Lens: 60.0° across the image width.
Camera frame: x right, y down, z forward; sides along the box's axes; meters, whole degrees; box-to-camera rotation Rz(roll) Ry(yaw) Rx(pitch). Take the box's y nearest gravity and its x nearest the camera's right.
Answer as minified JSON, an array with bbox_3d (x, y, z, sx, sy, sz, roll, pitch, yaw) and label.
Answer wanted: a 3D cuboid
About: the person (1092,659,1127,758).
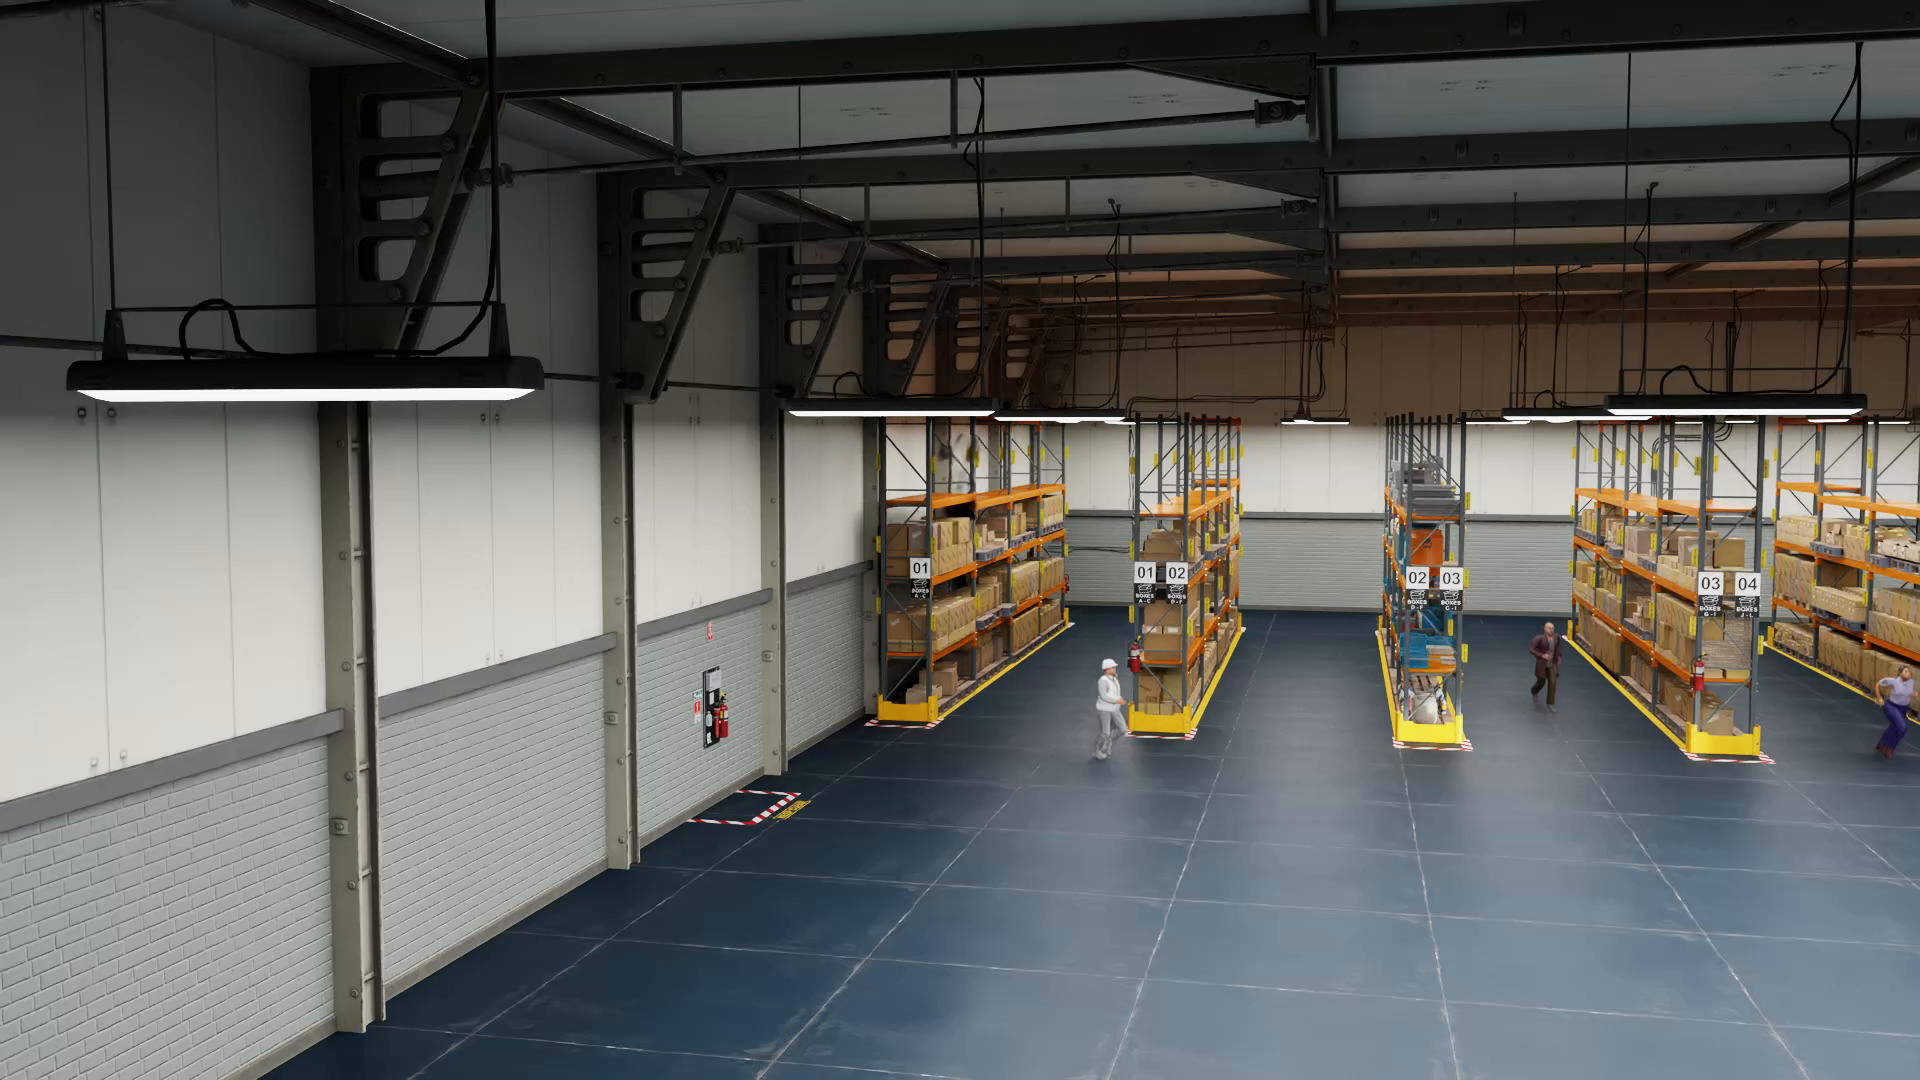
[{"bbox_3d":[2.597,2.906,28.641,0.719,1.730,0.632,3,5,36],"label":"person"}]

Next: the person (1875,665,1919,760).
[{"bbox_3d":[16.203,2.973,28.760,0.575,1.651,0.807,-1,4,-18],"label":"person"}]

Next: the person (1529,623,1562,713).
[{"bbox_3d":[11.888,2.553,33.759,0.734,1.781,1.104,0,4,-5],"label":"person"}]

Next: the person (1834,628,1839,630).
[{"bbox_3d":[23.996,1.844,45.023,0.735,1.725,0.545,-1,4,-9],"label":"person"}]
